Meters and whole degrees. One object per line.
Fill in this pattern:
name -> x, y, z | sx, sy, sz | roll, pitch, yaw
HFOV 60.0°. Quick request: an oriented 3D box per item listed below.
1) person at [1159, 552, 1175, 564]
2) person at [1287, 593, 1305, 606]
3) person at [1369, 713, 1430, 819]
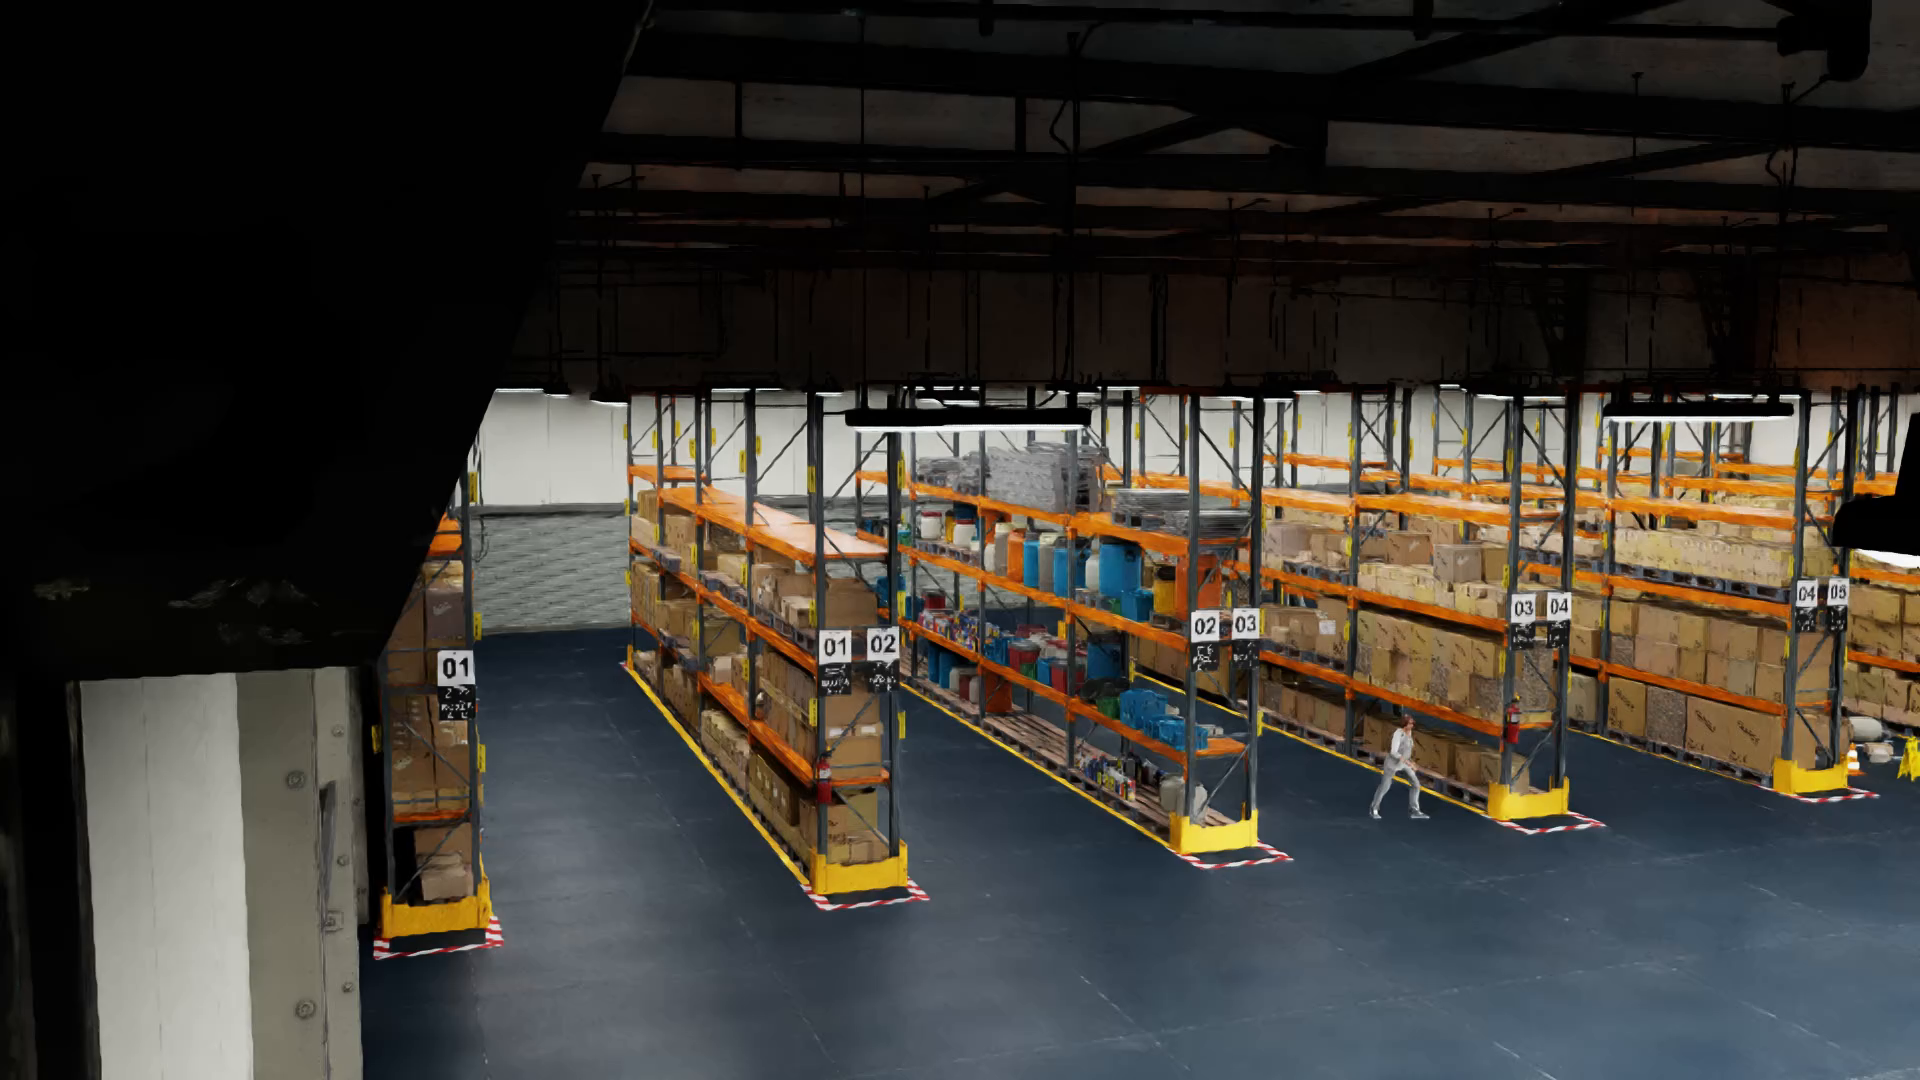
person -> 5.262, 1.074, 42.512 | 0.551, 1.707, 1.109 | -2, 6, -21
person -> 8.570, 1.064, 42.536 | 0.605, 1.771, 0.767 | 5, 8, 42
person -> 6.141, 3.159, 23.292 | 0.574, 1.535, 0.749 | -5, 8, -39
